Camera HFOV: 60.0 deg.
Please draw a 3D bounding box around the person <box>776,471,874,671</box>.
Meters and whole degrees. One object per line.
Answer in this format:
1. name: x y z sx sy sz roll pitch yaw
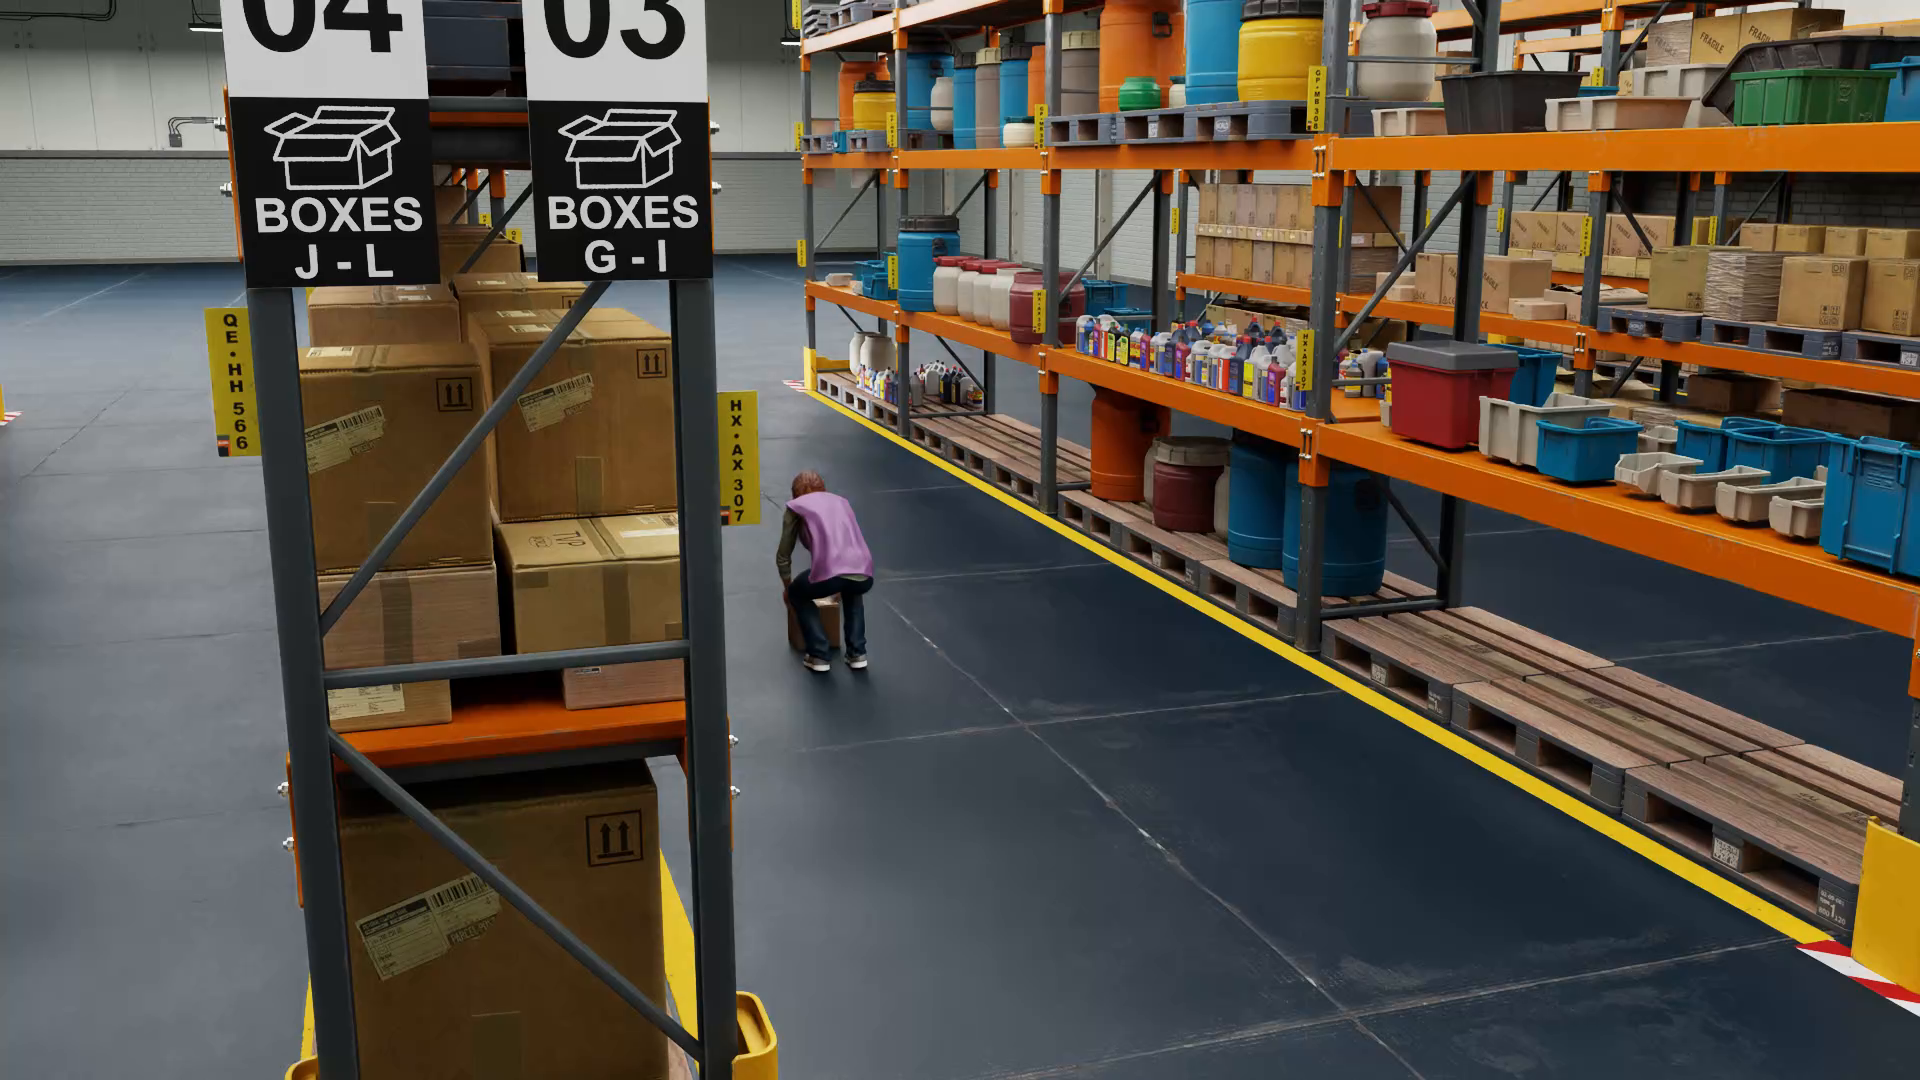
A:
1. person: -0.733 0.182 9.031 0.458 1.010 0.768 -4 13 -18
